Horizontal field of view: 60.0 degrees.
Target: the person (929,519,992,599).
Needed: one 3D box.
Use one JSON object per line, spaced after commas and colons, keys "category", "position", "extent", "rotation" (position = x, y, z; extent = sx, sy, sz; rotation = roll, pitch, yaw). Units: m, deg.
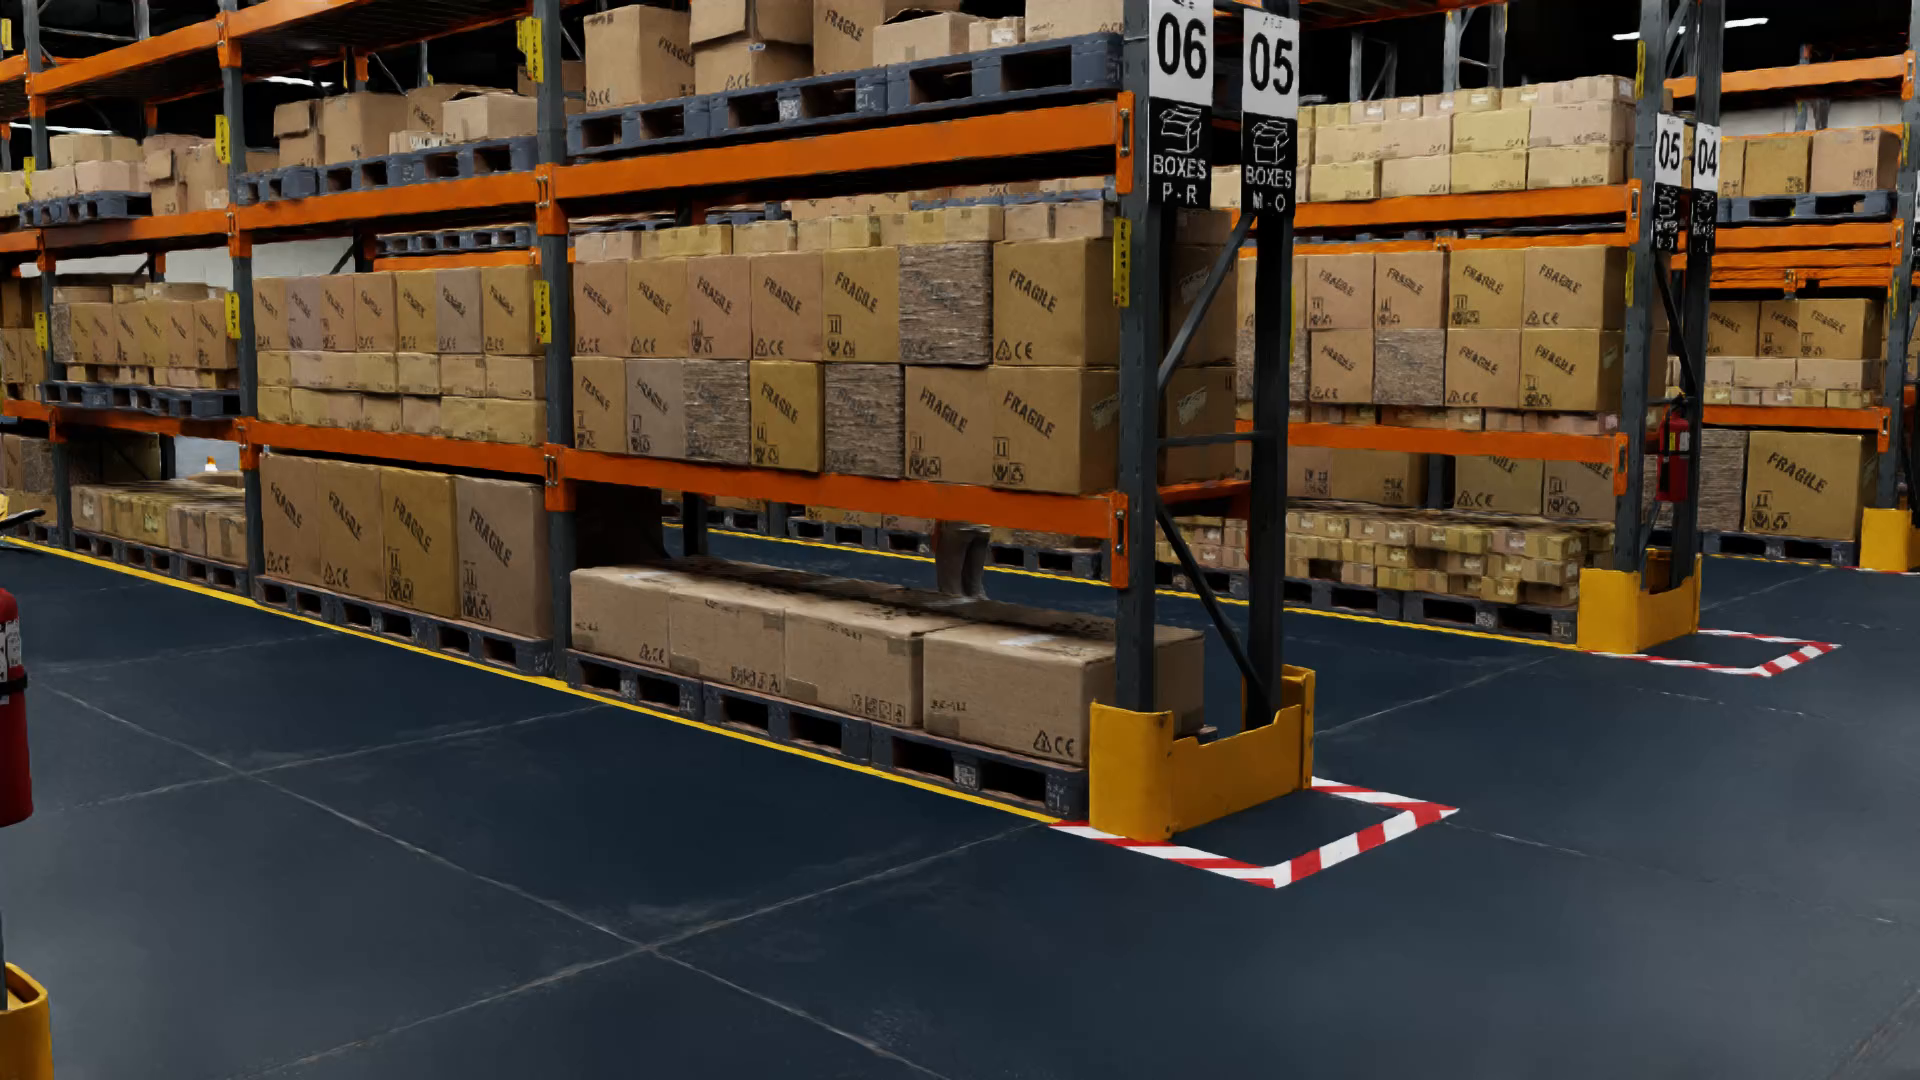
{"category": "person", "position": [0.007, -0.047, 9.535], "extent": [0.299, 1.594, 0.405], "rotation": [7, 10, 44]}
